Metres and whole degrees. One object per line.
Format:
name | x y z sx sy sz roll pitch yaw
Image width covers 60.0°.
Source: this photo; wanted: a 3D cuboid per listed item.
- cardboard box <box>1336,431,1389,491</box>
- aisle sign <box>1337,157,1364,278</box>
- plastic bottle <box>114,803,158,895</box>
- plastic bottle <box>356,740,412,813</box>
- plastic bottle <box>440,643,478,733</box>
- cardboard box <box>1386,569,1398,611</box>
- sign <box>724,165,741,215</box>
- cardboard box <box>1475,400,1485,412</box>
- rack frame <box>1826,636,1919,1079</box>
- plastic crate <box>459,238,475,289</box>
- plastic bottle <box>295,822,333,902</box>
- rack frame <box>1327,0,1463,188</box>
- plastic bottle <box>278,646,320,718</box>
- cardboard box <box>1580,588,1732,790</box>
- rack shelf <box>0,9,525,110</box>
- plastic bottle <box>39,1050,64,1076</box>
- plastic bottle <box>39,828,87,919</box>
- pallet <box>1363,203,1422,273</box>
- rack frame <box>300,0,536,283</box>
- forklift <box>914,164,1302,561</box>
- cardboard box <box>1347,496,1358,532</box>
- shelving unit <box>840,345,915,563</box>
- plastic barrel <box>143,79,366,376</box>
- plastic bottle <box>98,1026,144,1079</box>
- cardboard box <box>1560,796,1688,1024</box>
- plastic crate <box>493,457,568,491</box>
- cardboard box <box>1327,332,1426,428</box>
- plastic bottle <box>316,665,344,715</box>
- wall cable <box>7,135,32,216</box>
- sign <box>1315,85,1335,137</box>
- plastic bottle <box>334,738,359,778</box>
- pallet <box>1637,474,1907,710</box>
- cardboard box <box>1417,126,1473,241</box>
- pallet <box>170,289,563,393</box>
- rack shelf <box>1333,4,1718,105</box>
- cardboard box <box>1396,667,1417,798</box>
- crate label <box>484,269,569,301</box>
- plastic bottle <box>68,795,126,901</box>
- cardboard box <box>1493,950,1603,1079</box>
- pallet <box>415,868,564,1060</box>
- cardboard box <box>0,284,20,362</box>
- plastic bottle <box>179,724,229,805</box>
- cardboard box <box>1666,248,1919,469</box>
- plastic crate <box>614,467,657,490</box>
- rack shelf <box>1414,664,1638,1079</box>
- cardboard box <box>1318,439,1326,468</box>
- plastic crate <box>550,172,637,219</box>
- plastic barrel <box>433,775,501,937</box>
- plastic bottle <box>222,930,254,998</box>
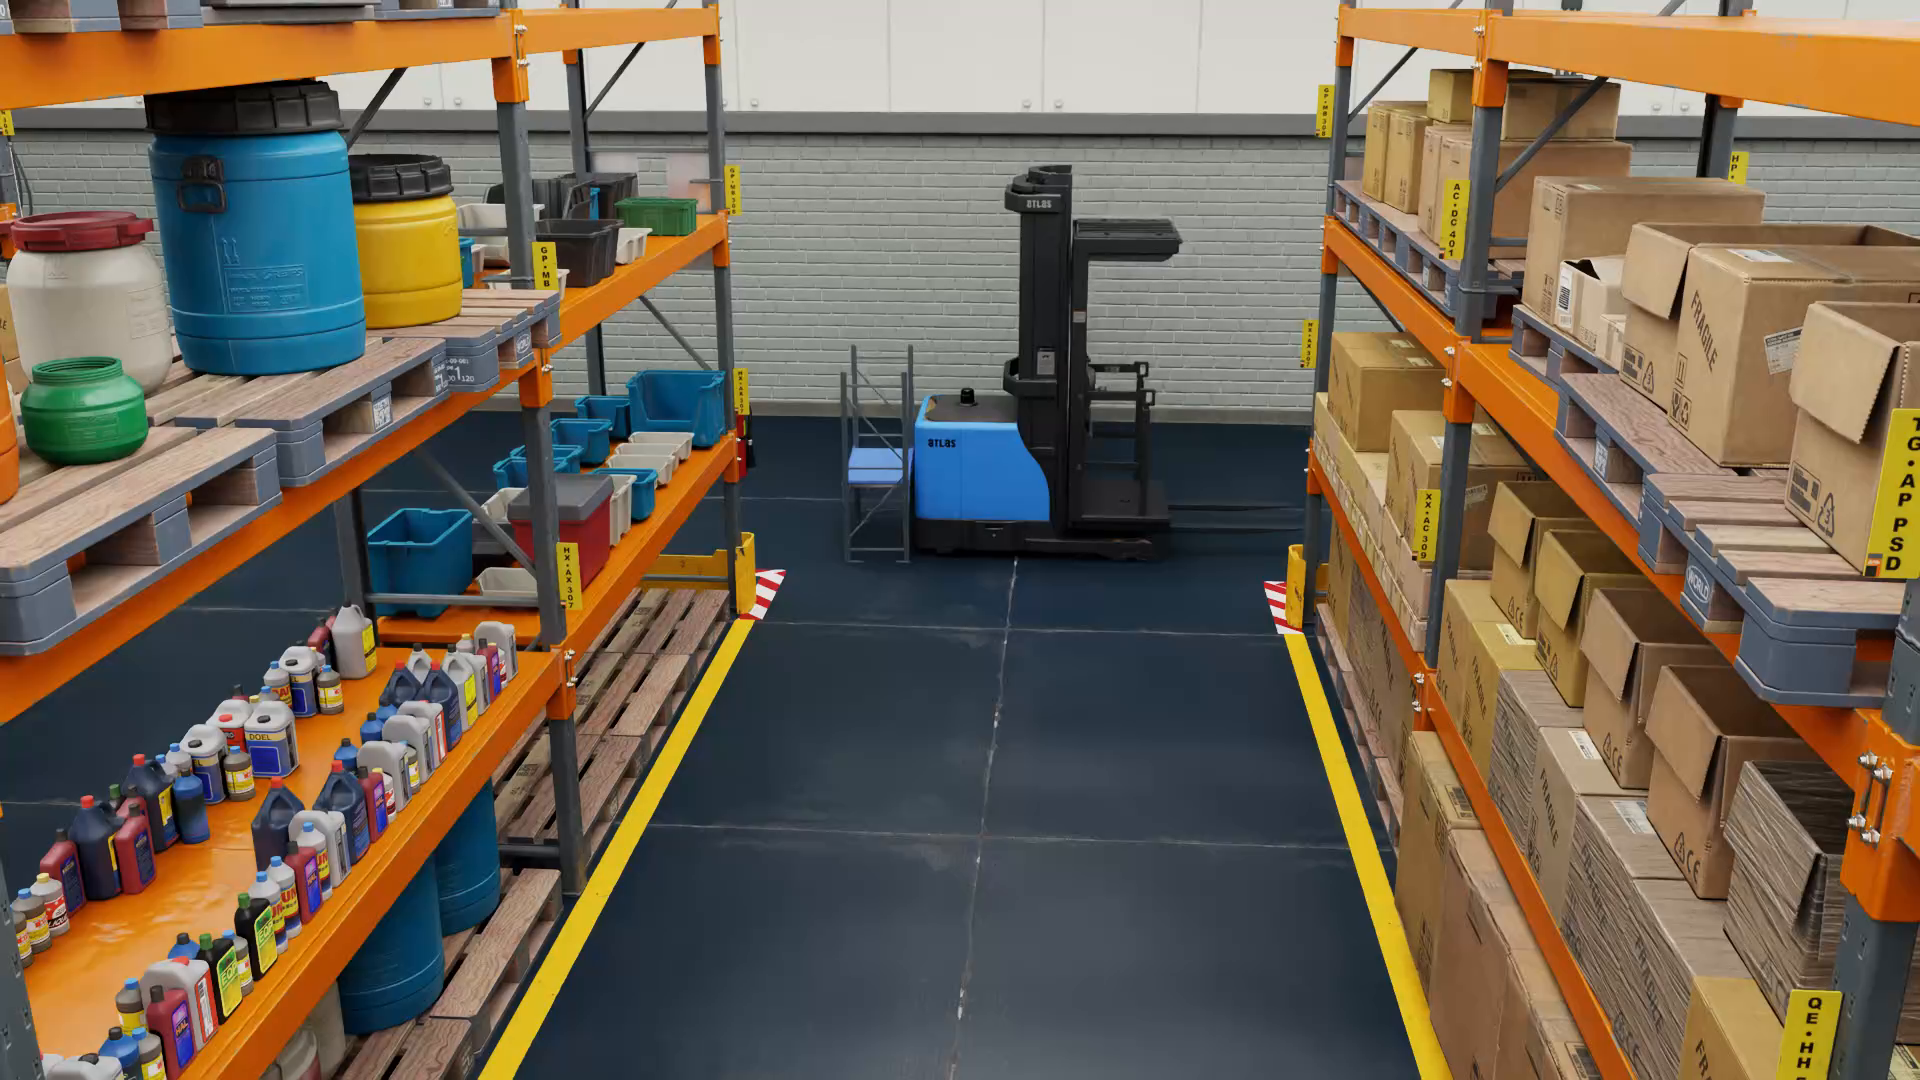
cardboard box | 2.508 -0.454 9.755 0.500 0.250 0.500 1 18 2
aisle sign | 2.588 -2.109 10.867 0.394 0.787 0.004 1 18 4
plastic bottle | -2.789 1.041 5.618 0.061 0.283 0.133 1 18 4
plastic bottle | -2.140 0.860 6.182 0.152 0.276 0.135 1 18 4
plastic bottle | -2.085 0.603 6.844 0.144 0.351 0.185 1 18 4
cardboard box | 2.327 0.255 8.230 0.380 0.149 0.250 1 18 3
sign | -1.508 -2.324 11.048 0.100 0.325 0.005 1 18 4
cardboard box | 2.960 -0.486 8.649 0.500 0.500 0.500 1 18 2
rack frame | 2.308 1.640 3.601 1.000 3.000 0.127 1 18 4
plastic crate | -2.598 -1.349 8.173 0.416 0.233 0.300 1 18 4
plastic bottle | -2.160 1.069 5.549 0.097 0.271 0.097 0 18 0
rack frame | 2.882 -3.695 10.249 1.000 3.000 0.127 1 18 4
plastic bottle | -2.785 0.595 6.989 0.152 0.276 0.135 1 18 4
cardboard box | 2.468 0.478 5.374 0.797 0.503 0.637 2 18 6
rack shelf | -2.488 -1.411 5.074 1.077 0.370 4.000 1 18 4
plastic bottle | -2.430 1.458 4.356 0.152 0.276 0.135 1 18 4
plastic bottle | -2.946 1.095 5.452 0.061 0.283 0.133 1 18 4
pallet | 2.754 -1.617 8.867 1.003 0.211 1.213 1 18 4
rack frame | -2.345 -2.564 6.795 1.000 3.000 0.127 1 18 4
forklift | 1.174 -1.397 12.980 3.031 2.935 1.130 1 18 3
cardboard box | 2.418 -0.145 9.451 0.380 0.149 0.250 1 18 3
shelving unit | -0.636 -0.699 13.148 0.538 1.500 1.048 0 18 1
plastic barrel | -2.315 -1.043 5.491 0.600 0.901 0.708 1 18 4
plastic bottle | -2.243 1.428 4.454 0.097 0.271 0.097 0 18 0
cardboard box | 2.172 1.118 5.034 0.500 0.500 0.500 1 18 2
plastic crate | -2.520 -0.333 9.794 0.416 0.233 0.300 1 18 4
cardboard box | 2.542 -0.973 10.133 0.500 0.500 0.500 1 18 3
plastic bottle | -2.659 0.627 7.010 0.097 0.201 0.097 0 18 0
wall cable | -11.178 -4.300 17.082 3.097 2.526 0.112 1 18 4
sign | 2.329 -2.737 10.611 0.100 0.325 0.005 1 18 4
plastic bottle | -2.265 0.865 6.173 0.097 0.271 0.097 0 18 0
pallet | 2.302 0.103 3.777 1.213 0.211 1.003 2 18 6
cardboard box | 2.634 -1.734 8.084 0.700 0.500 0.500 2 18 7
pallet | -2.304 -0.803 6.542 1.213 0.211 1.003 1 18 4
rack shelf | 2.739 -2.542 8.528 1.077 0.370 4.000 1 18 4
cardboard box | 2.722 1.005 8.278 0.875 0.875 0.875 1 18 4
crate label | -2.022 -1.159 7.748 0.293 0.136 0.466 1 18 4
plastic bottle | -2.893 1.014 5.590 0.144 0.351 0.185 1 18 4
cardboard box | 2.450 1.960 5.363 1.225 0.875 0.875 1 18 4
pallet | -2.442 1.851 7.435 1.003 0.211 1.213 1 18 4
cardboard box | -6.756 -1.445 11.250 0.500 0.500 0.500 1 18 3
plastic bottle | -2.841 0.841 6.239 0.152 0.276 0.135 1 18 4
cardboard box | 2.254 -0.494 4.460 0.500 0.500 0.500 2 18 7
plastic crate | -1.970 -0.332 9.946 0.298 0.136 0.250 1 18 4
rack shelf | 2.452 1.361 5.608 1.077 0.370 4.000 1 18 4
cardboard box | 2.510 -0.543 10.665 0.380 0.149 0.250 1 18 3
plastic crate | -2.364 -2.205 10.728 0.497 0.269 0.590 1 18 4
plastic barrel | -2.401 1.253 7.476 0.600 0.901 0.708 1 18 4
plastic bottle | -2.200 1.276 5.030 0.097 0.201 0.097 0 18 0
